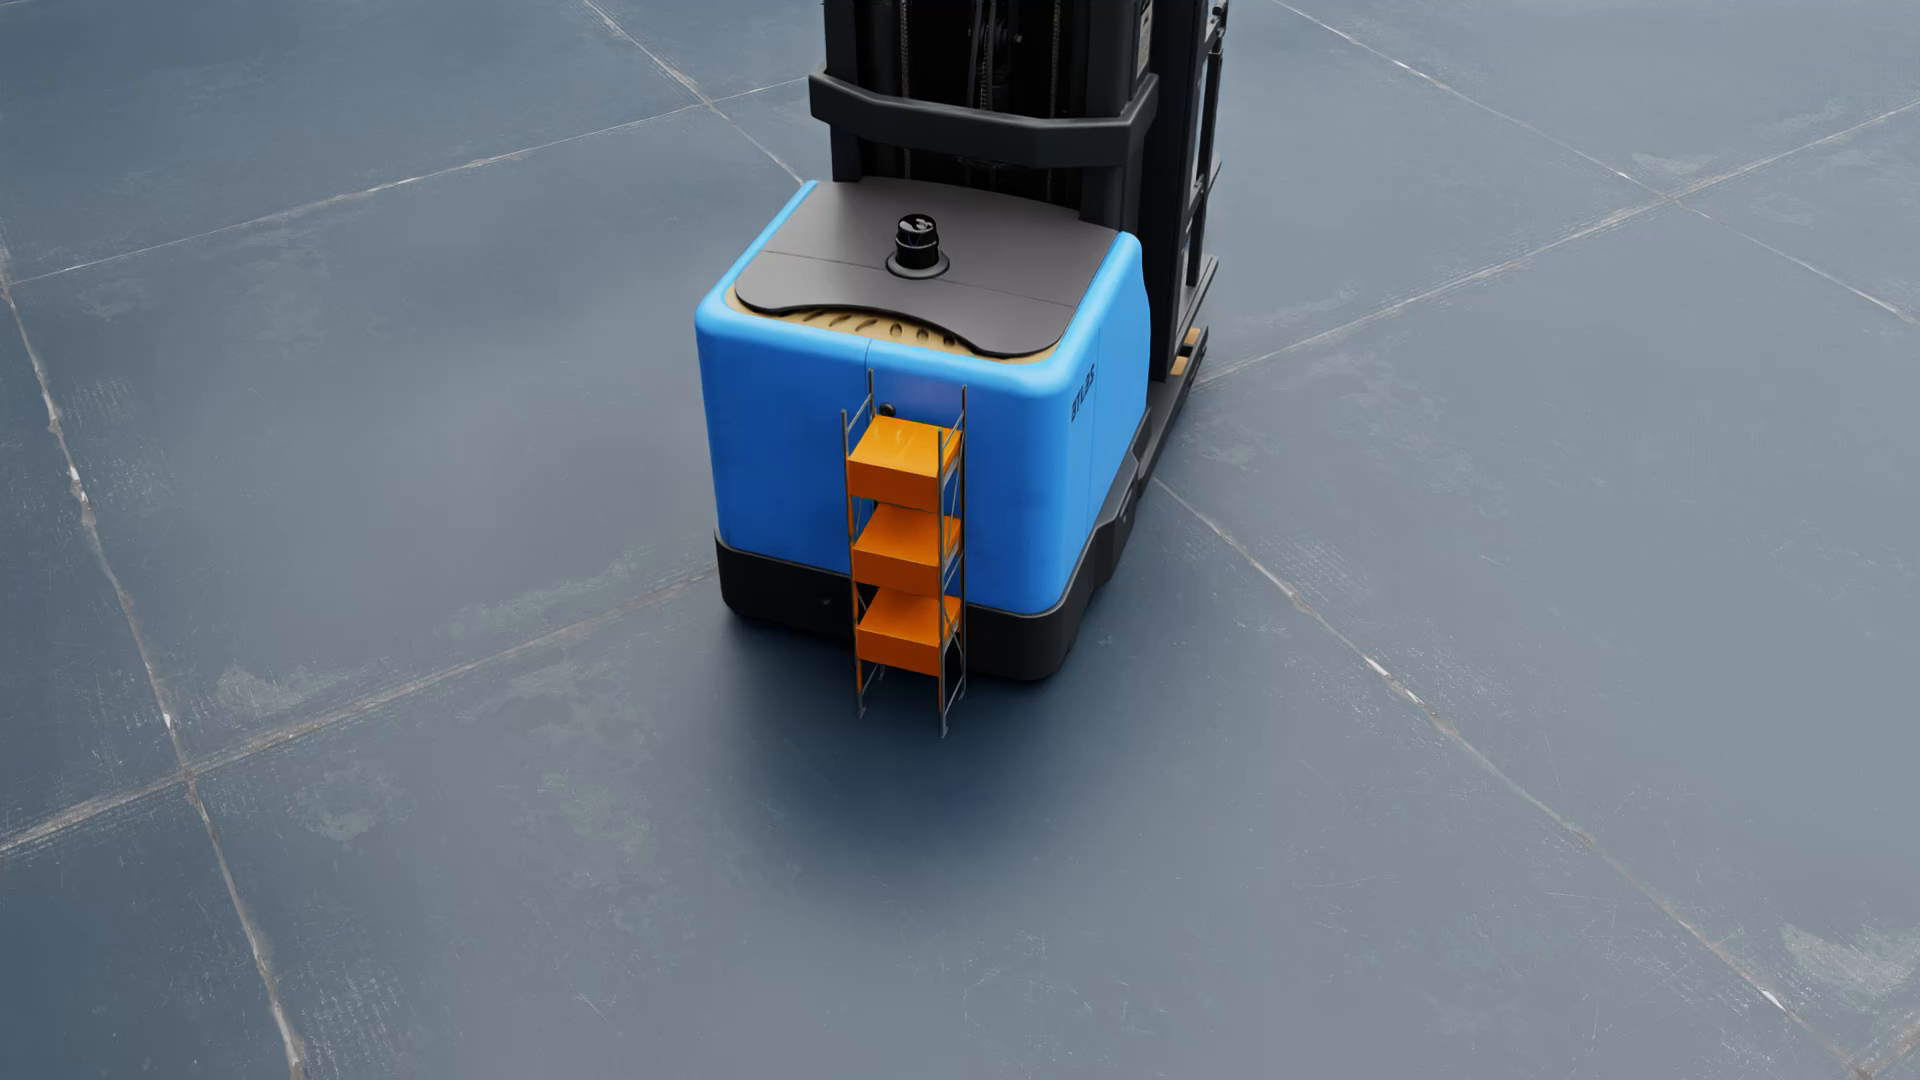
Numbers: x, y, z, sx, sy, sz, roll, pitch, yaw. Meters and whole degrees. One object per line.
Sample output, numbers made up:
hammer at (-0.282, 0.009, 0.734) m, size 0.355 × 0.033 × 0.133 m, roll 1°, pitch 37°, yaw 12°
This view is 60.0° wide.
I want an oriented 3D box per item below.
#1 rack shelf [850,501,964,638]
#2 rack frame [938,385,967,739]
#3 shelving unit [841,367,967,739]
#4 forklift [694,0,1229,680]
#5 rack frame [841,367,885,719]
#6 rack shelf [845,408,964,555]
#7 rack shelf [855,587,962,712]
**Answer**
rack shelf at (-0.134, 0.069, 4.363) m, size 0.240 × 0.259 × 0.215 m, roll 12°, pitch 41°, yaw 14°
rack frame at (-0.018, 0.086, 4.327) m, size 0.008 × 1.050 × 0.200 m, roll 12°, pitch 41°, yaw 14°
shelving unit at (-0.134, 0.061, 4.356) m, size 0.252 × 1.050 × 0.215 m, roll 12°, pitch 41°, yaw 14°
forklift at (0.252, -1.683, 4.981) m, size 1.130 × 2.935 × 3.031 m, roll 12°, pitch 41°, yaw 15°
rack frame at (-0.250, 0.037, 4.386) m, size 0.008 × 1.050 × 0.200 m, roll 12°, pitch 41°, yaw 14°
rack shelf at (-0.134, -0.149, 4.181) m, size 0.240 × 0.259 × 0.215 m, roll 12°, pitch 41°, yaw 14°
rack shelf at (-0.134, 0.283, 4.541) m, size 0.240 × 0.259 × 0.215 m, roll 12°, pitch 41°, yaw 14°
